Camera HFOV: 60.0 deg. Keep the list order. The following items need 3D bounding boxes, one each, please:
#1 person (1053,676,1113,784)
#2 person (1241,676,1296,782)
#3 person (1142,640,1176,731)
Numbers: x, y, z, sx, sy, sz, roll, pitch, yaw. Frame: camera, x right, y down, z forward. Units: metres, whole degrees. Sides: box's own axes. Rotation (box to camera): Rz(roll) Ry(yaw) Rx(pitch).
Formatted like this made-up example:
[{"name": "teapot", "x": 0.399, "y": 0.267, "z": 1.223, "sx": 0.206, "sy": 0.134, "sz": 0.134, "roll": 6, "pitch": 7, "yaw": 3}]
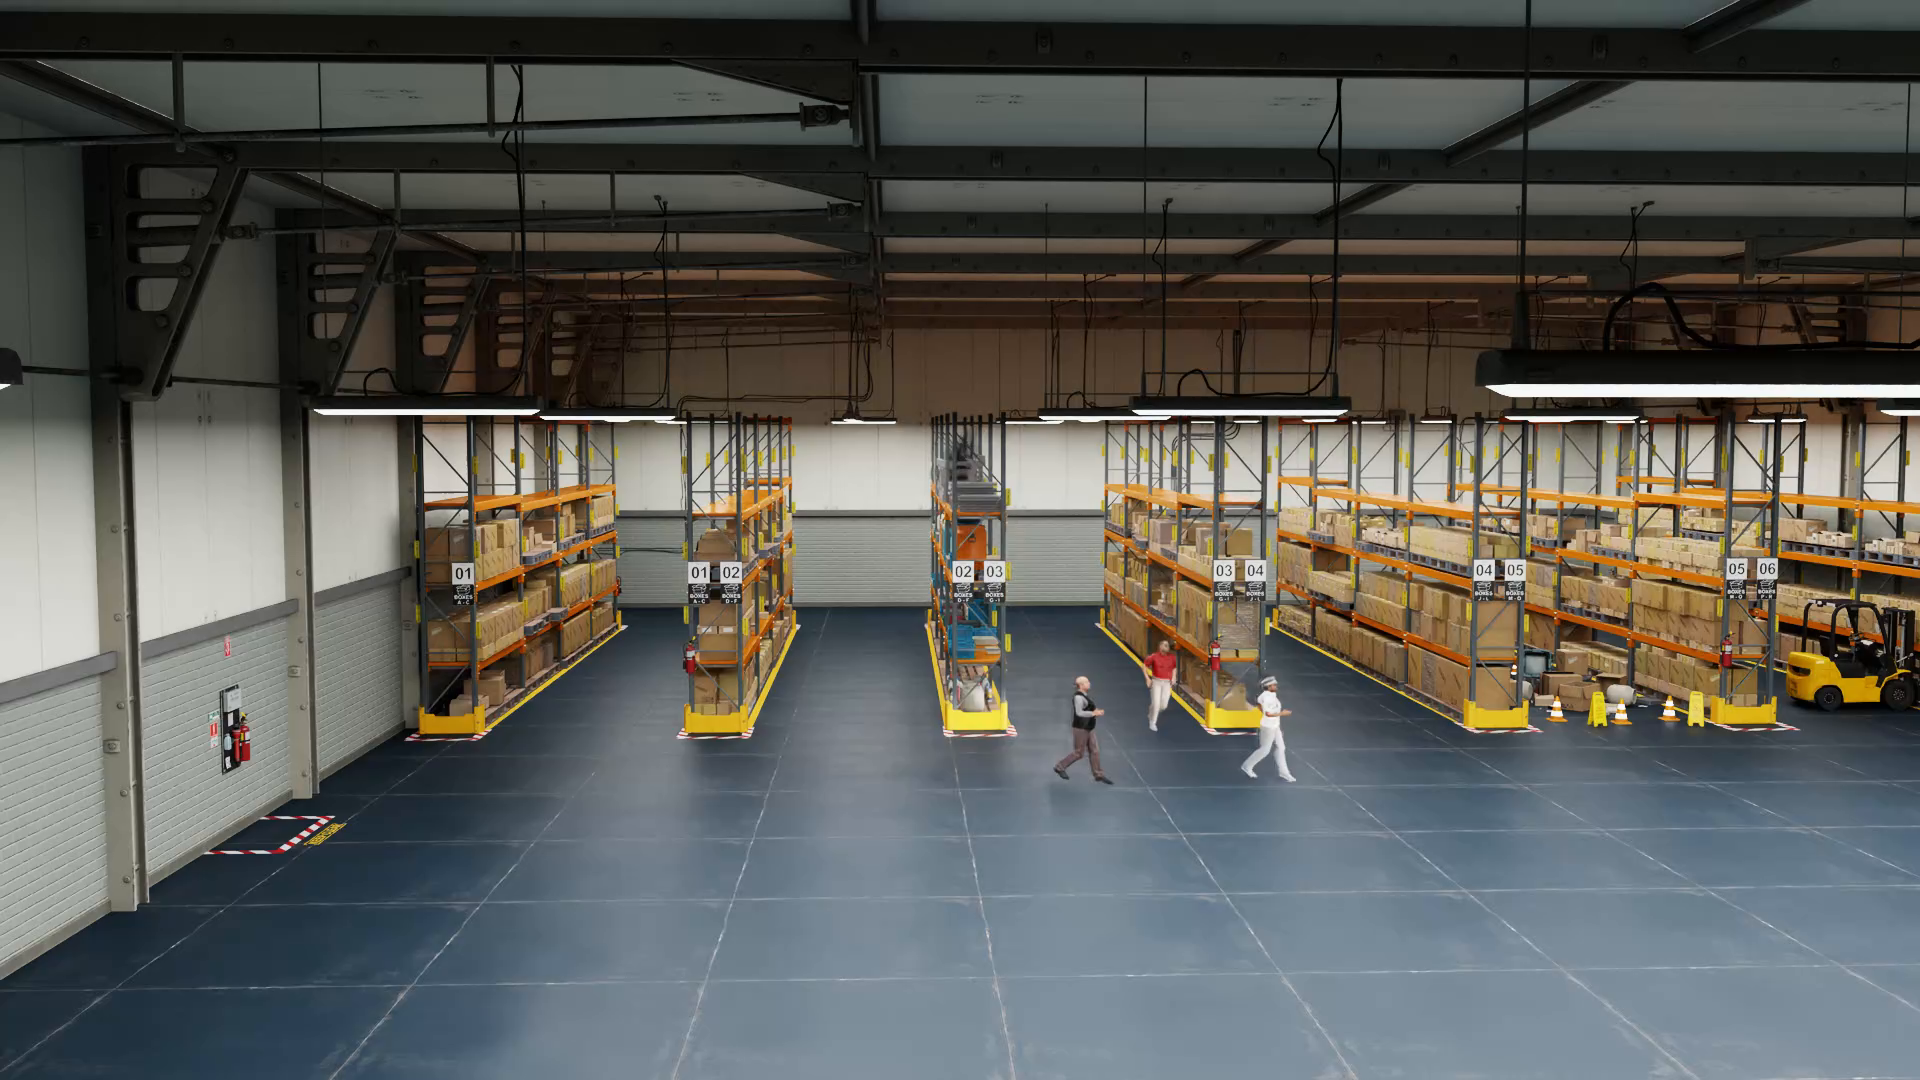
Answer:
[{"name": "person", "x": 1.963, "y": 3.033, "z": 26.504, "sx": 0.950, "sy": 1.724, "sz": 0.633, "roll": 1, "pitch": 4, "yaw": 17}, {"name": "person", "x": 4.977, "y": 3.034, "z": 26.791, "sx": 0.883, "sy": 1.721, "sz": 0.574, "roll": 1, "pitch": 4, "yaw": 19}, {"name": "person", "x": 3.805, "y": 2.756, "z": 31.696, "sx": 0.701, "sy": 1.703, "sz": 0.664, "roll": -1, "pitch": 4, "yaw": -16}]
